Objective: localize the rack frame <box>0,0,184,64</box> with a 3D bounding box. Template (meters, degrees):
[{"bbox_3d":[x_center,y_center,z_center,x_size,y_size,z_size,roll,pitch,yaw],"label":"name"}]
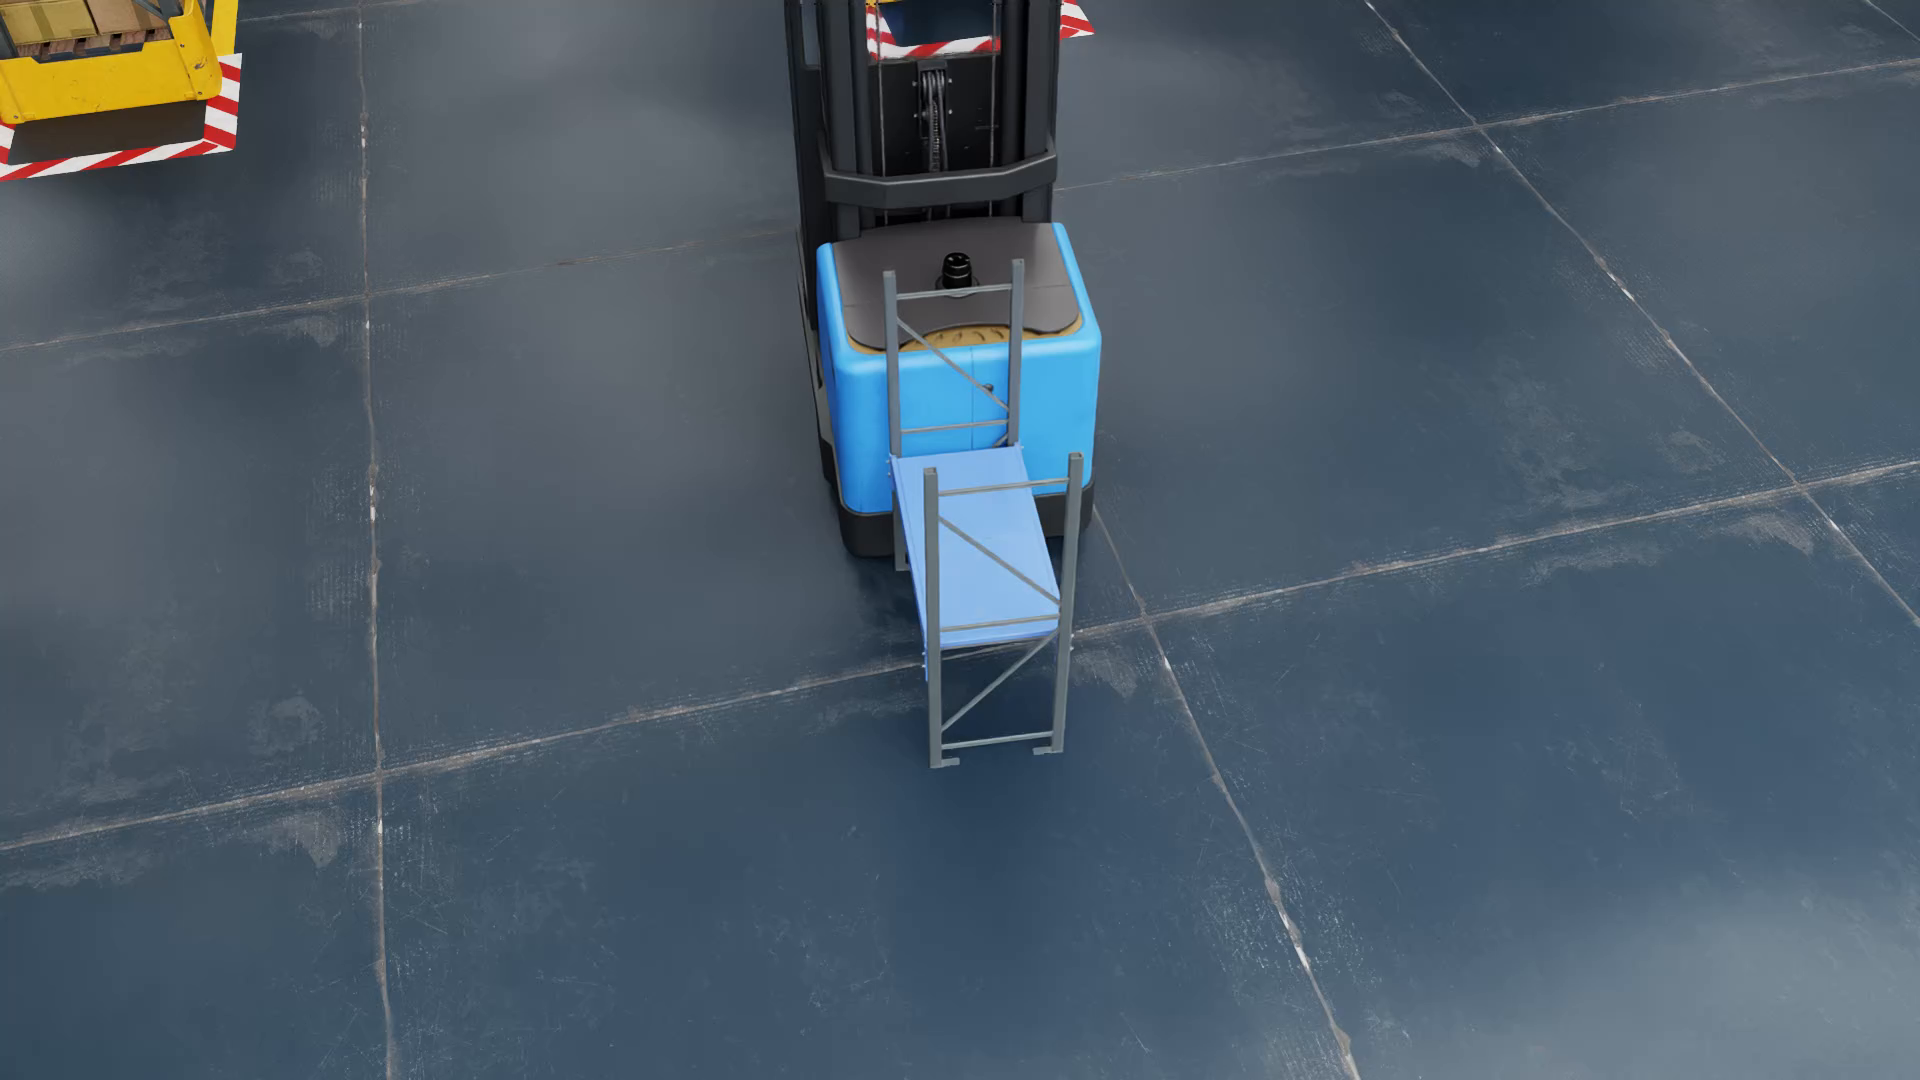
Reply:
[{"bbox_3d":[-4.830,-3.600,8.429,1.000,3.000,0.127,-11,47,-10],"label":"rack frame"}]

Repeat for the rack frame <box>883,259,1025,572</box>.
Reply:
[{"bbox_3d":[-0.021,-0.431,6.373,0.500,1.500,0.032,-6,46,-6],"label":"rack frame"}]

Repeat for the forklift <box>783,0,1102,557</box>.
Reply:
[{"bbox_3d":[-0.183,-2.021,6.929,1.130,2.935,3.031,-6,46,-6],"label":"forklift"}]

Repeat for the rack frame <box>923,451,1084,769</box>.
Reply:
[{"bbox_3d":[0.136,0.286,5.670,0.500,1.500,0.032,-6,46,-6],"label":"rack frame"}]

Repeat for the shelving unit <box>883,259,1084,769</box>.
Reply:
[{"bbox_3d":[0.057,-0.073,6.022,0.538,1.500,1.048,-6,46,-6],"label":"shelving unit"}]

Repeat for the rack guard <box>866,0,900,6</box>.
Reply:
[{"bbox_3d":[-0.106,-3.672,10.250,1.175,0.500,0.348,-11,47,-10],"label":"rack guard"}]

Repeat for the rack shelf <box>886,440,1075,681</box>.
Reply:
[{"bbox_3d":[0.057,0.053,6.150,0.538,0.185,1.000,-6,46,-6],"label":"rack shelf"}]

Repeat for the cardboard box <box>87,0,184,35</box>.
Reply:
[{"bbox_3d":[-4.752,-3.196,9.664,0.500,0.250,0.500,-11,47,-10],"label":"cardboard box"}]

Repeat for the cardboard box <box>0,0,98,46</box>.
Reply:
[{"bbox_3d":[-5.253,-3.101,9.571,0.500,0.250,0.500,-11,47,-10],"label":"cardboard box"}]

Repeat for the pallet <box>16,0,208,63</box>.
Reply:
[{"bbox_3d":[-5.066,-3.145,9.935,1.003,0.211,1.213,-11,47,-10],"label":"pallet"}]

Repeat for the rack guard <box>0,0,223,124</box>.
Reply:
[{"bbox_3d":[-4.824,-2.709,9.305,1.175,0.500,0.348,-11,47,-10],"label":"rack guard"}]
